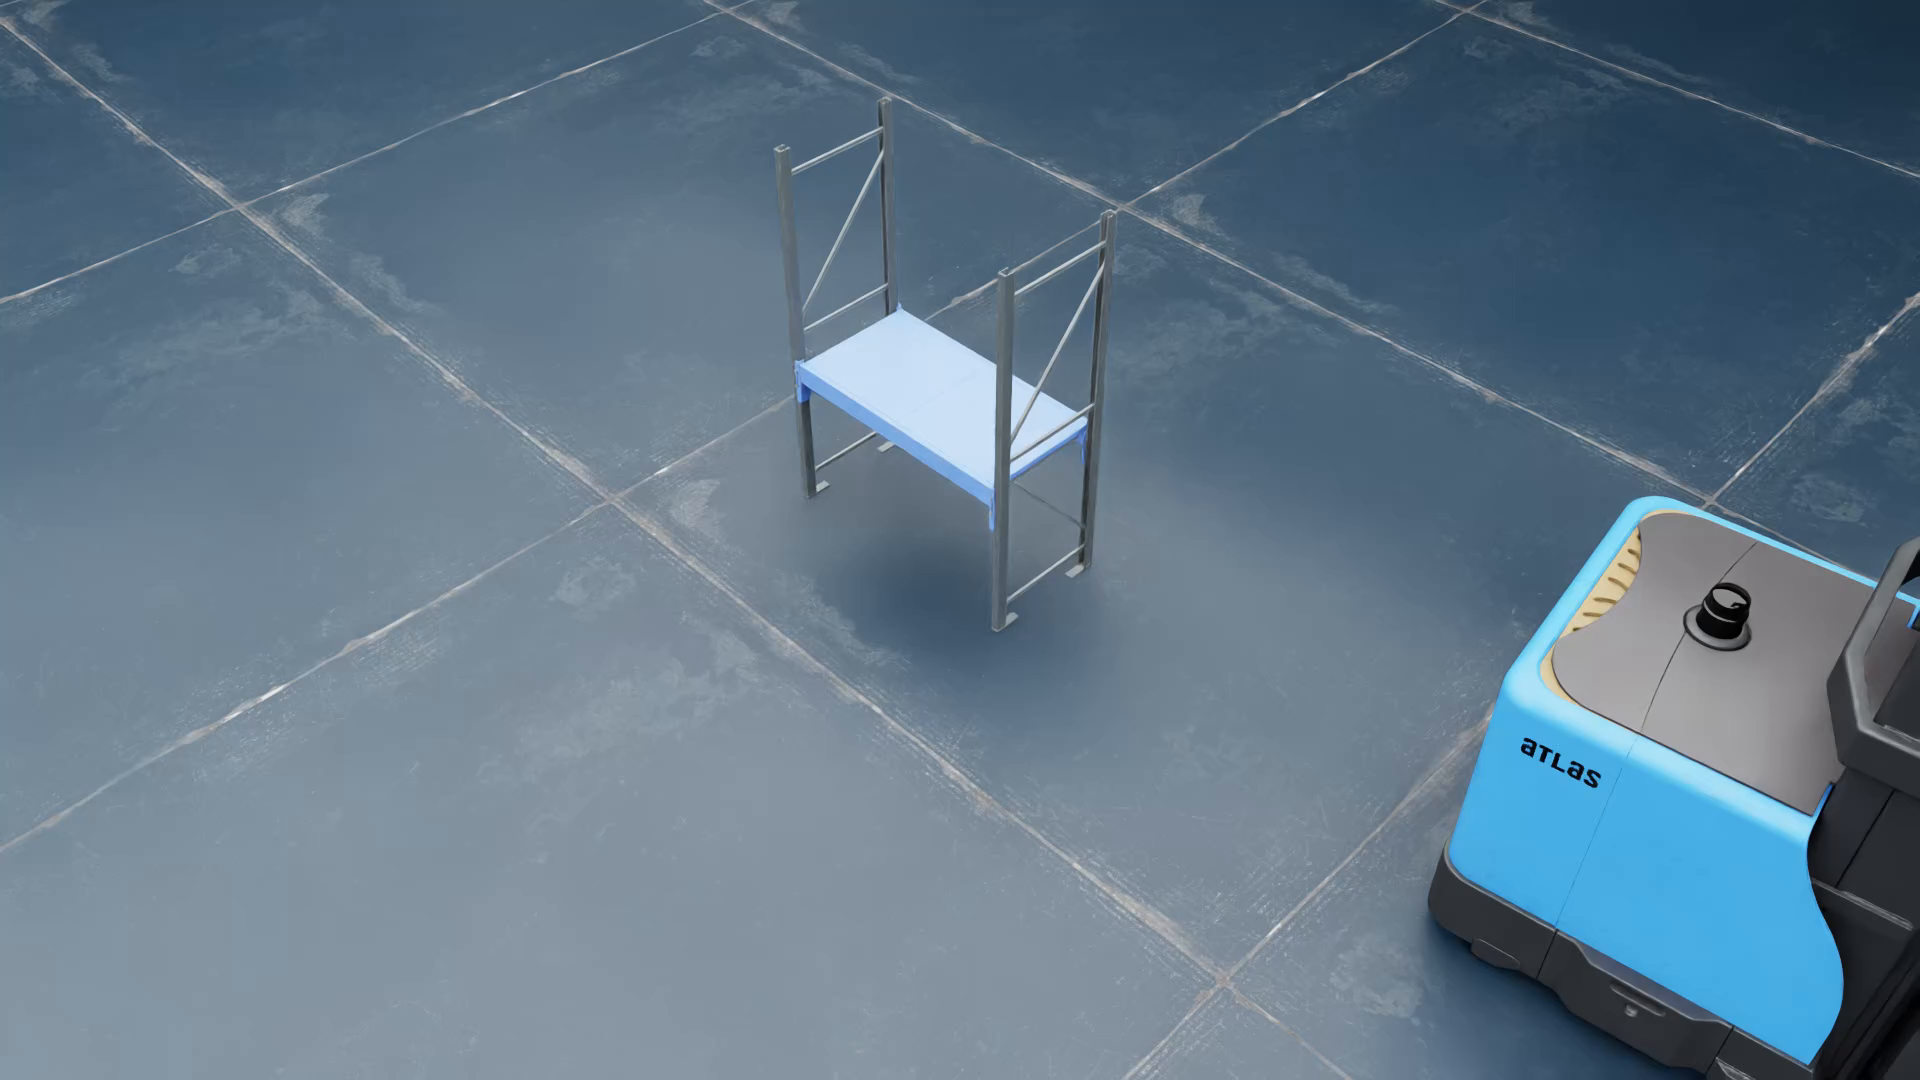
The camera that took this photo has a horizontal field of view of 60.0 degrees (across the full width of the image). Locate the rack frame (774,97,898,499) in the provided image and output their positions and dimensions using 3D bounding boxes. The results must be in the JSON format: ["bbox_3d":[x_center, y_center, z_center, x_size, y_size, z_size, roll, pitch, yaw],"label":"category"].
[{"bbox_3d":[-0.419,-0.836,6.050,0.500,1.500,0.032,-34,53,-31],"label":"rack frame"}]

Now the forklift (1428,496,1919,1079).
[{"bbox_3d":[2.873,0.430,3.625,3.031,2.935,1.130,28,49,27],"label":"forklift"}]

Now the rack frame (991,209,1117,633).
[{"bbox_3d":[0.299,-0.348,5.521,0.500,1.500,0.032,-34,53,-31],"label":"rack frame"}]

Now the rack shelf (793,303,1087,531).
[{"bbox_3d":[-0.060,-0.460,5.907,0.538,0.185,1.000,-34,53,-31],"label":"rack shelf"}]

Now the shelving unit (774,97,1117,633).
[{"bbox_3d":[-0.060,-0.592,5.785,0.538,1.500,1.048,-34,53,-31],"label":"shelving unit"}]
